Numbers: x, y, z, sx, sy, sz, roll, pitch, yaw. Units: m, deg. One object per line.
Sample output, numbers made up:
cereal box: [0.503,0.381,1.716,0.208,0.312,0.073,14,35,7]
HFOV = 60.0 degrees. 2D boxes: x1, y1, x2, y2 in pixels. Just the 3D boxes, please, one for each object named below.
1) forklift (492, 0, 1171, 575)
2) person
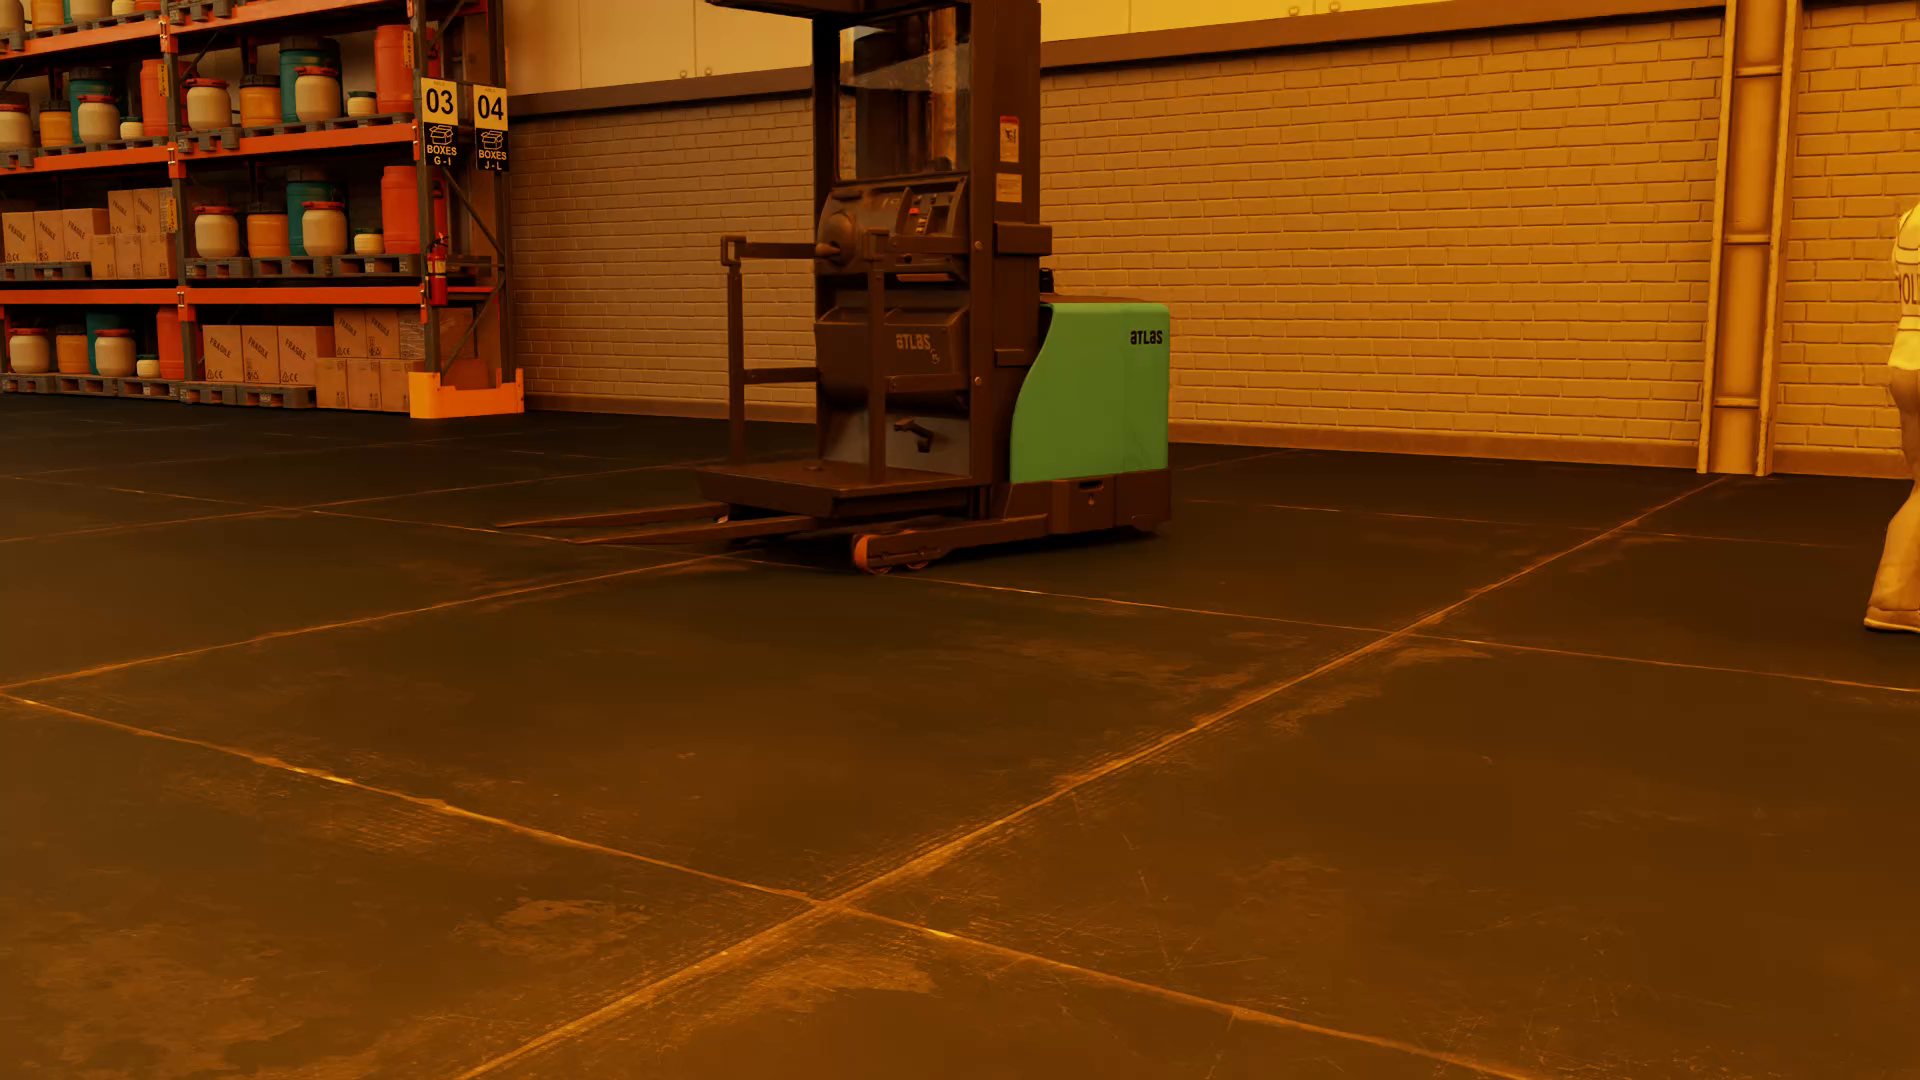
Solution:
forklift: [-0.457,-1.394,6.997,3.031,2.935,1.130,-7,11,-41]
person: [3.265,-0.469,5.301,0.546,1.691,0.899,0,8,2]
